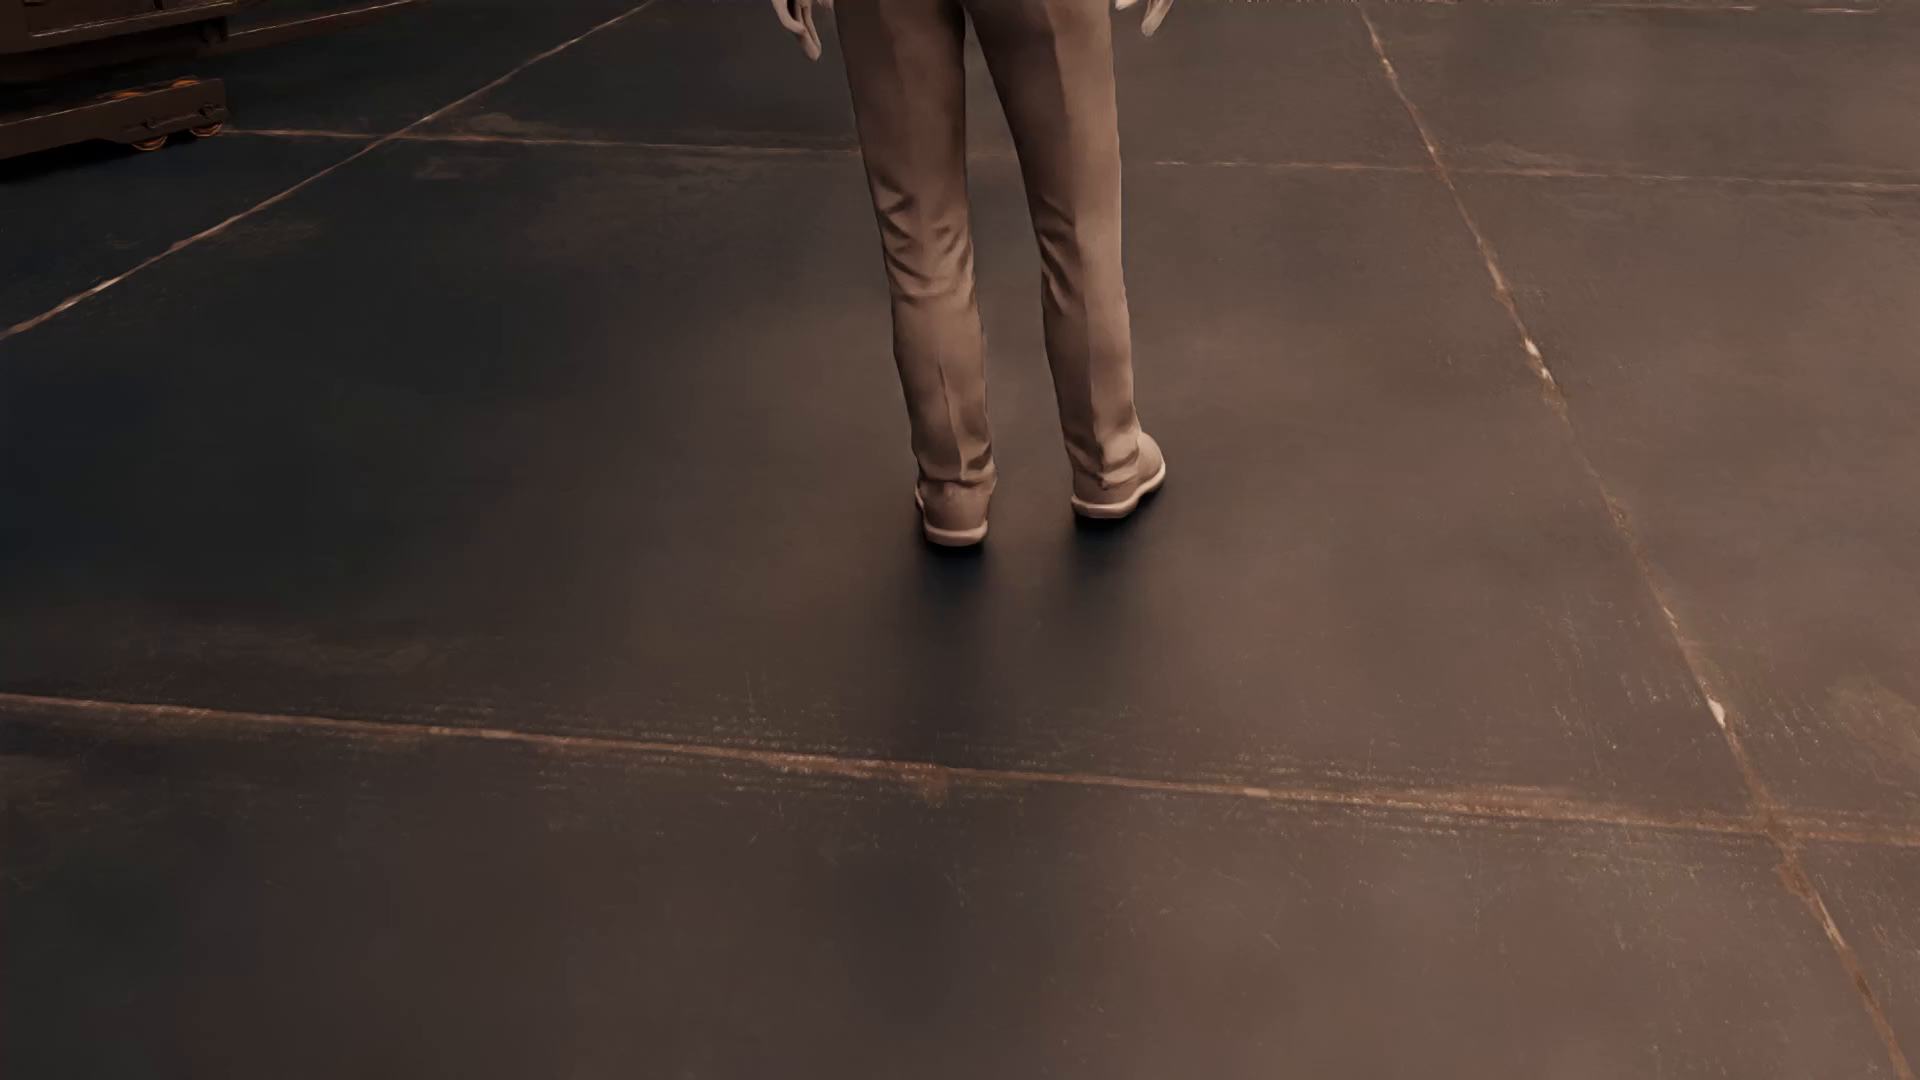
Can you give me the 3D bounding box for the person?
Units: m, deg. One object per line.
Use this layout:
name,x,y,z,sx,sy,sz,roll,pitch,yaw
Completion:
person,0.016,-0.794,2.178,0.586,1.695,0.532,3,27,7

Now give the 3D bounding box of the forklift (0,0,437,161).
forklift,-2.805,-2.492,4.212,1.130,2.935,3.031,13,29,24
